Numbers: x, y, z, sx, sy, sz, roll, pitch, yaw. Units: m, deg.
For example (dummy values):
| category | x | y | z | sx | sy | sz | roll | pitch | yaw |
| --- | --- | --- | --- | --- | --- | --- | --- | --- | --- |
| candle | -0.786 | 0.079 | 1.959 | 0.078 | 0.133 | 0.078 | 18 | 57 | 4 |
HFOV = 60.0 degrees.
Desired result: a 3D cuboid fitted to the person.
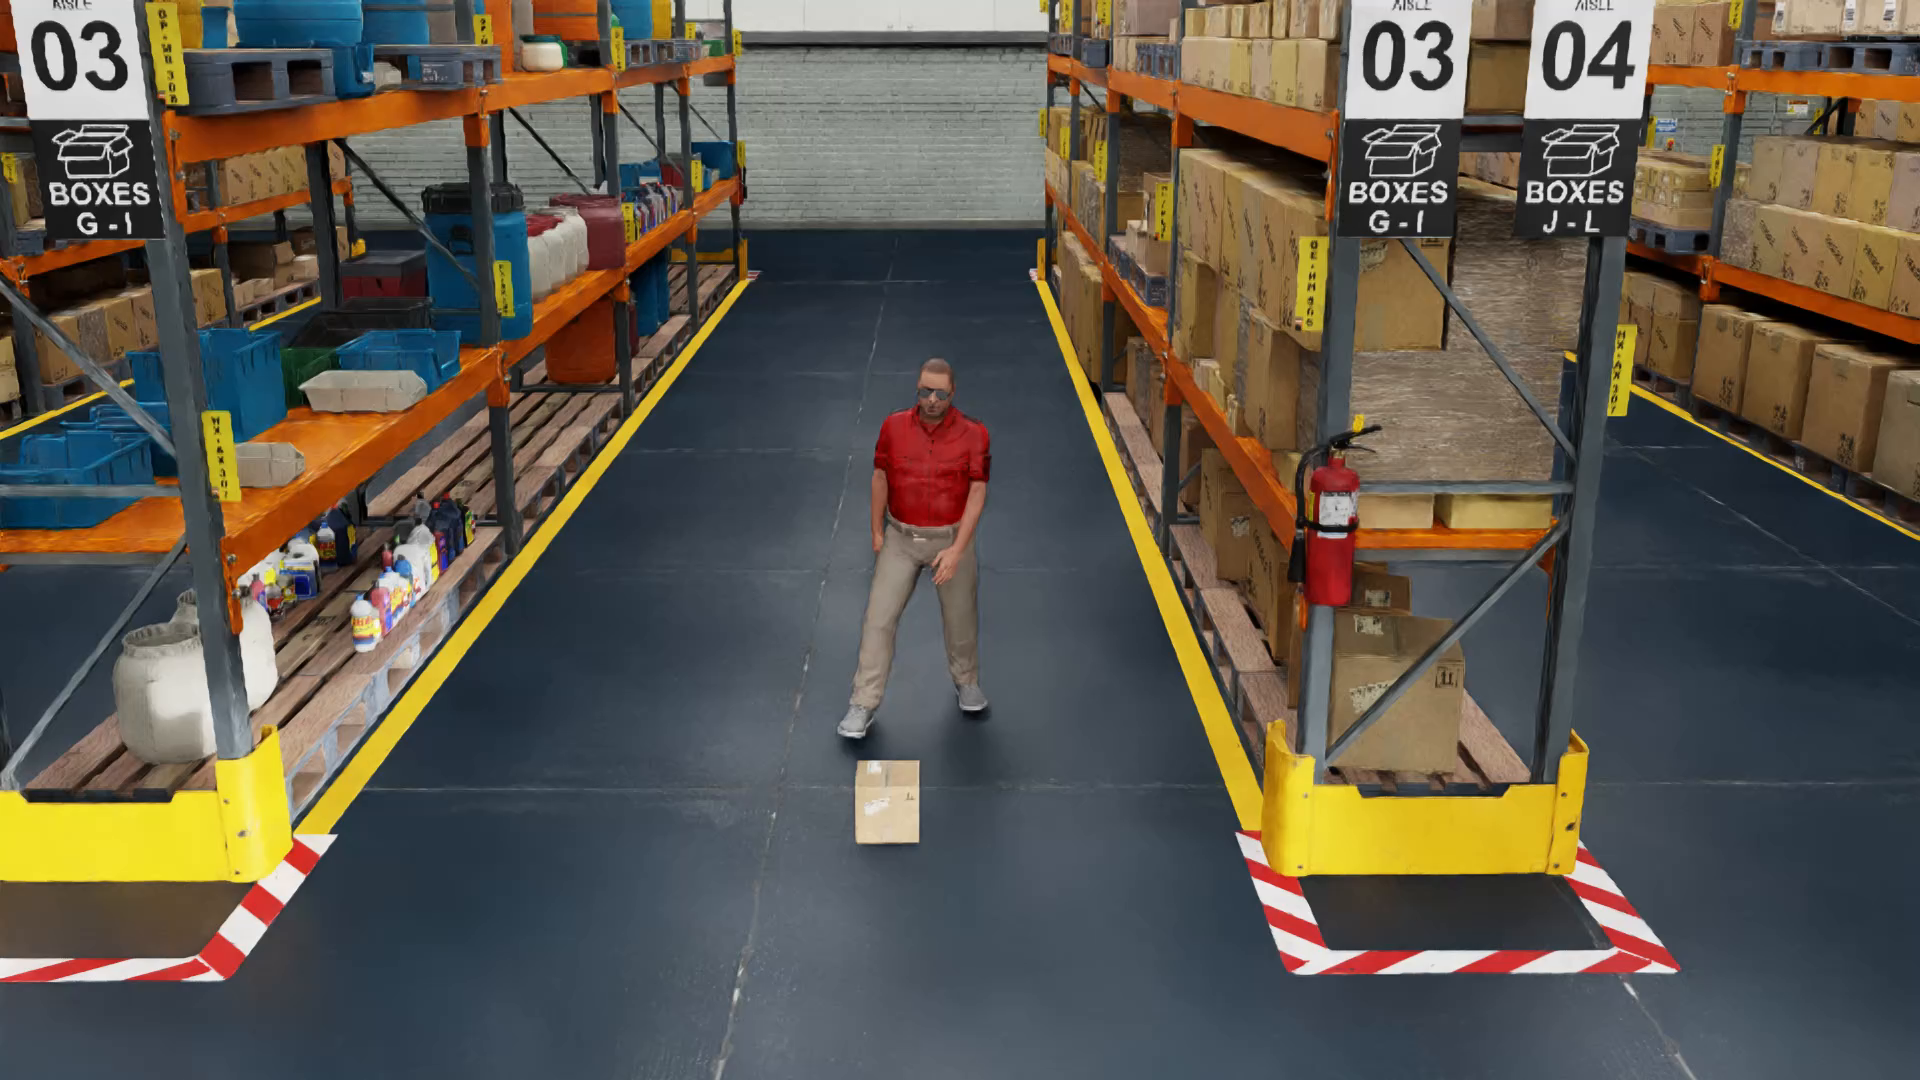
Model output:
| category | x | y | z | sx | sy | sz | roll | pitch | yaw |
| --- | --- | --- | --- | --- | --- | --- | --- | --- | --- |
| person | -0.149 | -0.311 | 7.403 | 0.558 | 1.004 | 0.366 | 2 | 17 | 7 |
